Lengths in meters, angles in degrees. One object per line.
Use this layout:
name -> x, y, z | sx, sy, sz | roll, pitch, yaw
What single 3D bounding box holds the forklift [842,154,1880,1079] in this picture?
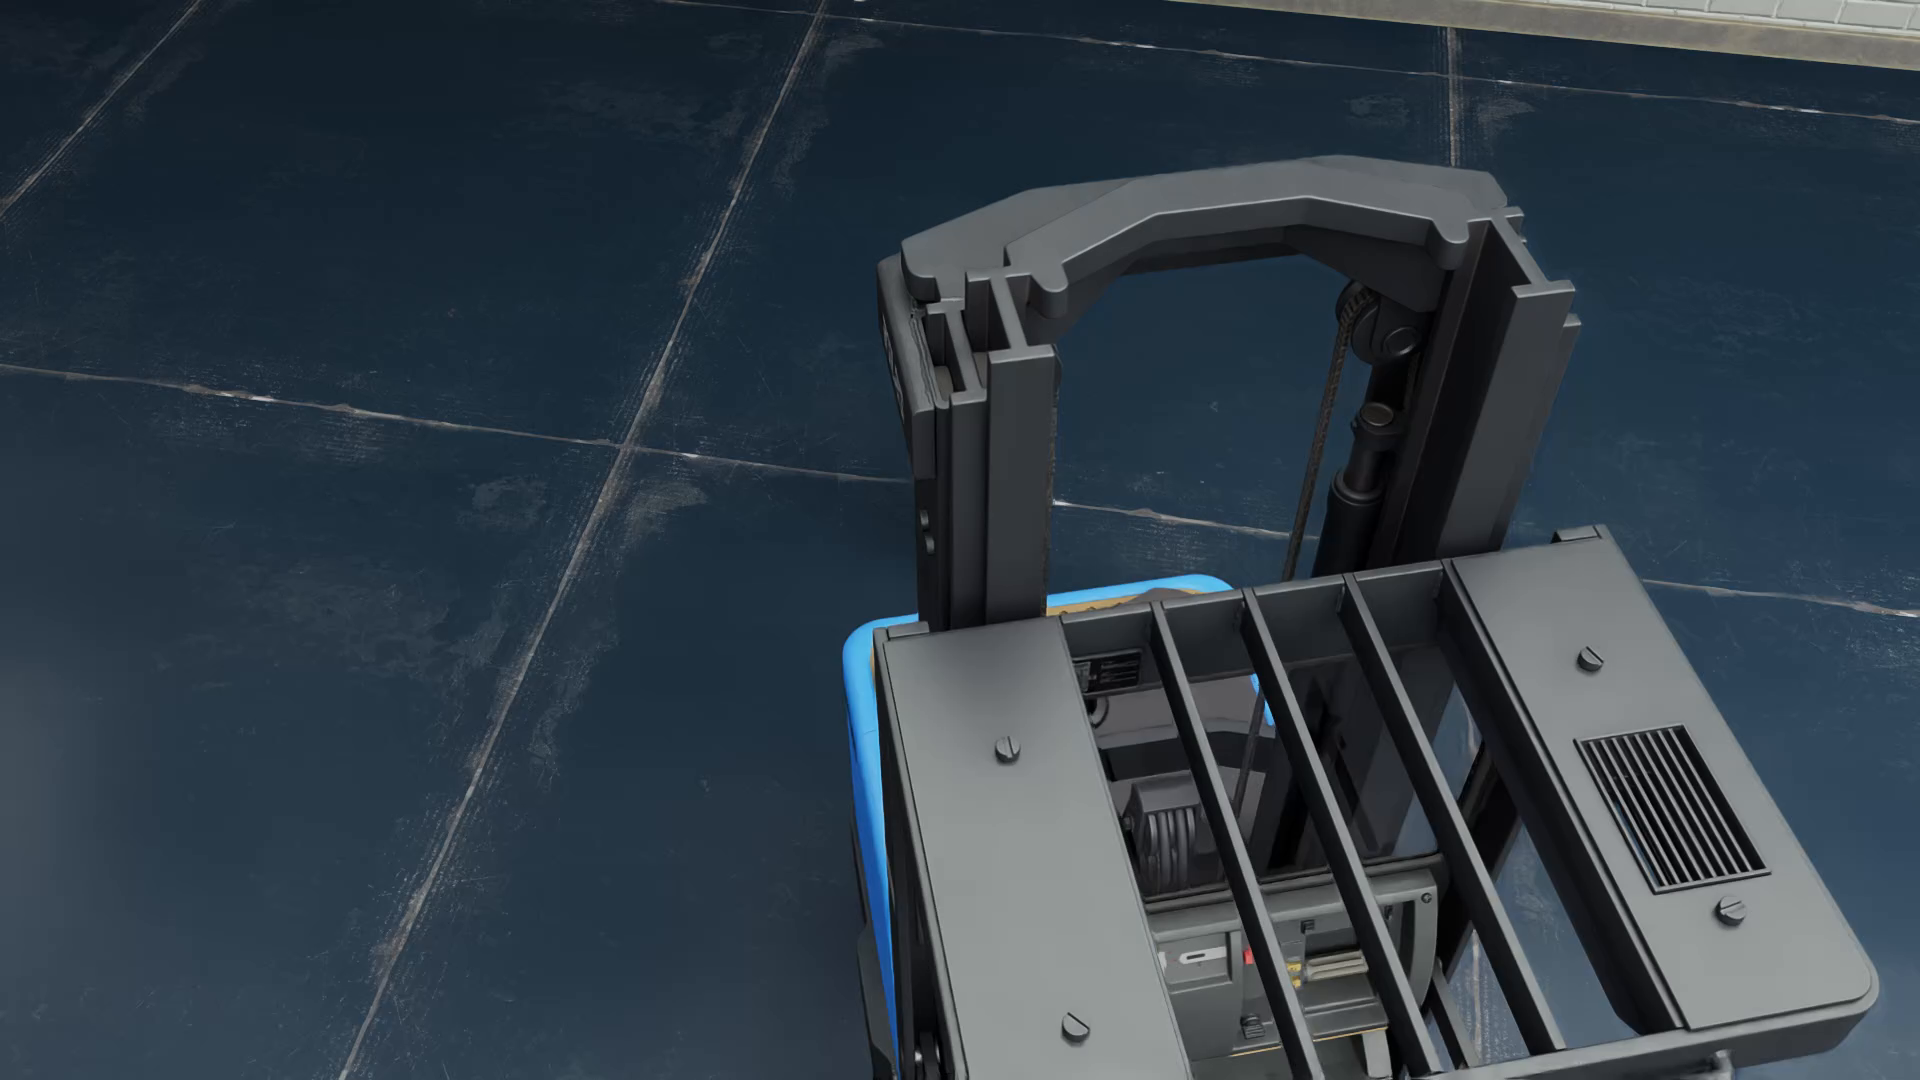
forklift -> 0.467, 0.959, 2.918 | 1.130, 2.935, 3.031 | -8, 49, -7
